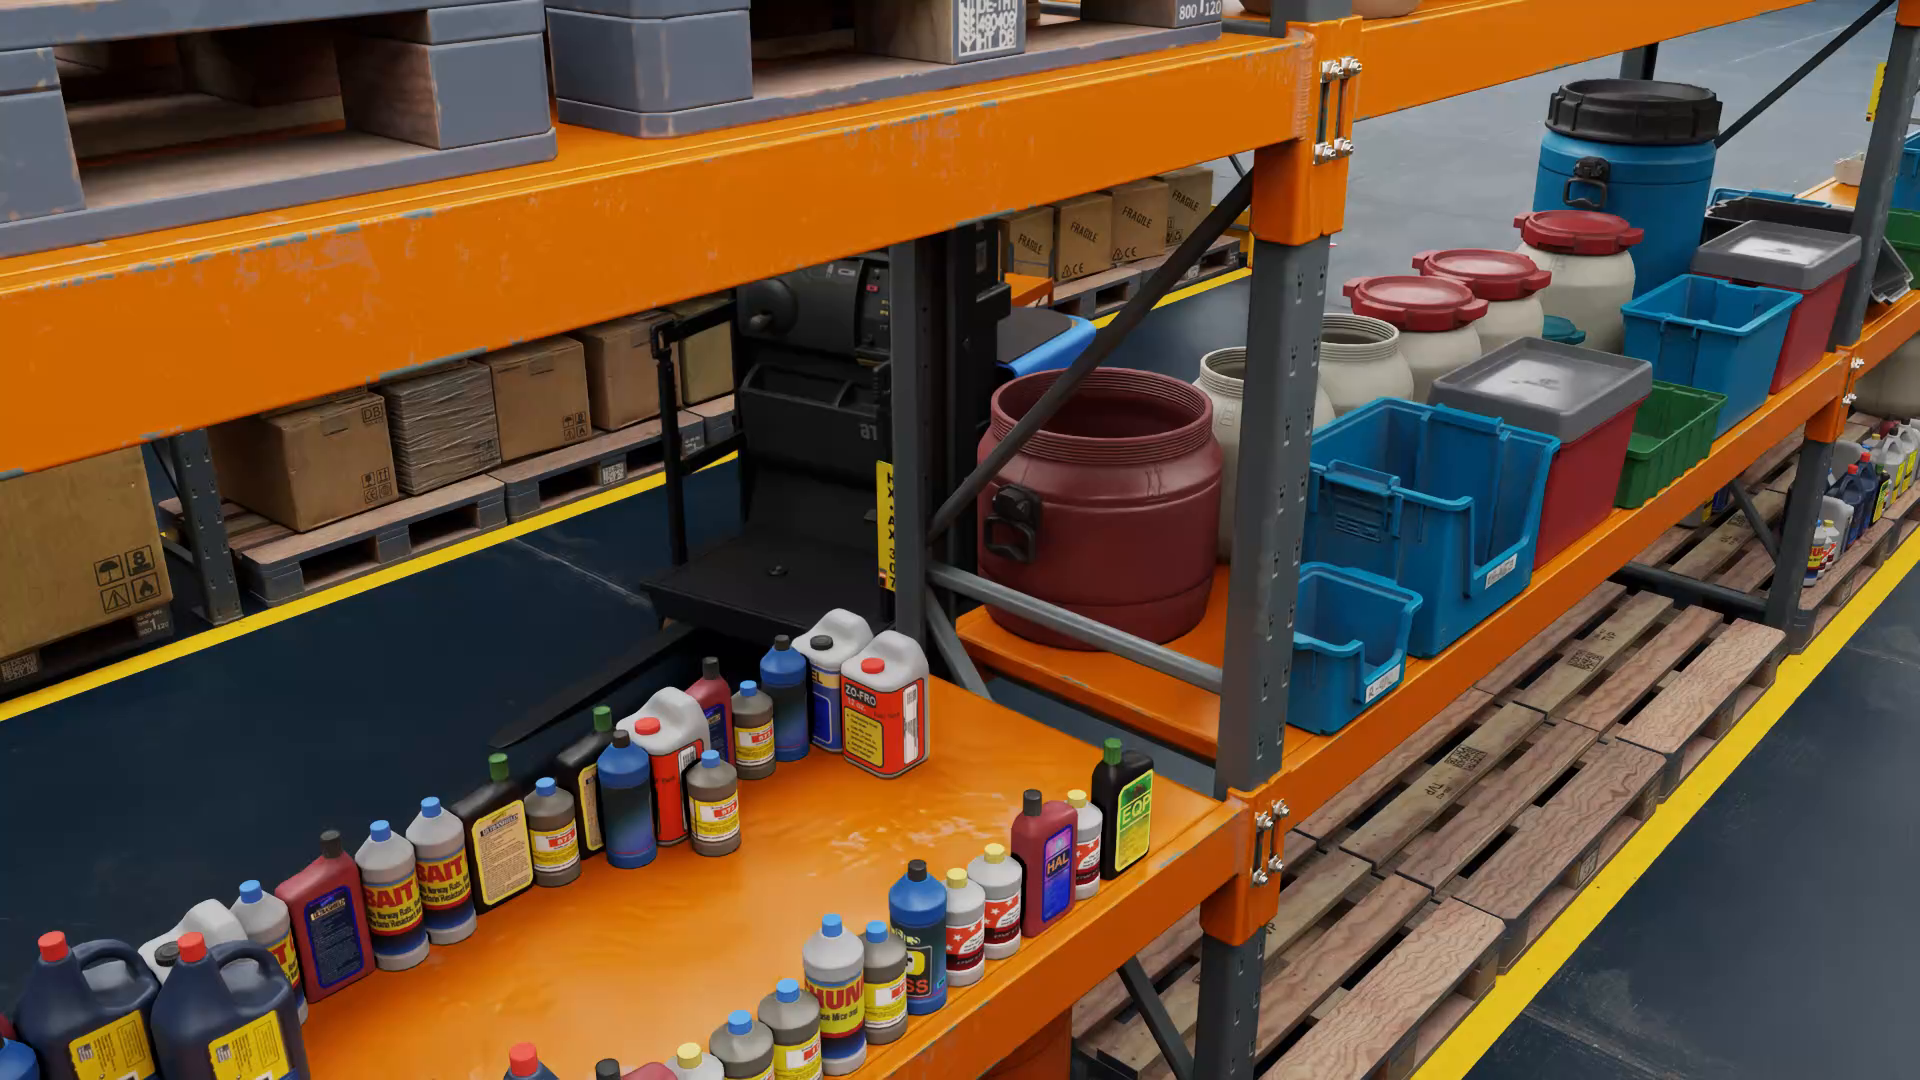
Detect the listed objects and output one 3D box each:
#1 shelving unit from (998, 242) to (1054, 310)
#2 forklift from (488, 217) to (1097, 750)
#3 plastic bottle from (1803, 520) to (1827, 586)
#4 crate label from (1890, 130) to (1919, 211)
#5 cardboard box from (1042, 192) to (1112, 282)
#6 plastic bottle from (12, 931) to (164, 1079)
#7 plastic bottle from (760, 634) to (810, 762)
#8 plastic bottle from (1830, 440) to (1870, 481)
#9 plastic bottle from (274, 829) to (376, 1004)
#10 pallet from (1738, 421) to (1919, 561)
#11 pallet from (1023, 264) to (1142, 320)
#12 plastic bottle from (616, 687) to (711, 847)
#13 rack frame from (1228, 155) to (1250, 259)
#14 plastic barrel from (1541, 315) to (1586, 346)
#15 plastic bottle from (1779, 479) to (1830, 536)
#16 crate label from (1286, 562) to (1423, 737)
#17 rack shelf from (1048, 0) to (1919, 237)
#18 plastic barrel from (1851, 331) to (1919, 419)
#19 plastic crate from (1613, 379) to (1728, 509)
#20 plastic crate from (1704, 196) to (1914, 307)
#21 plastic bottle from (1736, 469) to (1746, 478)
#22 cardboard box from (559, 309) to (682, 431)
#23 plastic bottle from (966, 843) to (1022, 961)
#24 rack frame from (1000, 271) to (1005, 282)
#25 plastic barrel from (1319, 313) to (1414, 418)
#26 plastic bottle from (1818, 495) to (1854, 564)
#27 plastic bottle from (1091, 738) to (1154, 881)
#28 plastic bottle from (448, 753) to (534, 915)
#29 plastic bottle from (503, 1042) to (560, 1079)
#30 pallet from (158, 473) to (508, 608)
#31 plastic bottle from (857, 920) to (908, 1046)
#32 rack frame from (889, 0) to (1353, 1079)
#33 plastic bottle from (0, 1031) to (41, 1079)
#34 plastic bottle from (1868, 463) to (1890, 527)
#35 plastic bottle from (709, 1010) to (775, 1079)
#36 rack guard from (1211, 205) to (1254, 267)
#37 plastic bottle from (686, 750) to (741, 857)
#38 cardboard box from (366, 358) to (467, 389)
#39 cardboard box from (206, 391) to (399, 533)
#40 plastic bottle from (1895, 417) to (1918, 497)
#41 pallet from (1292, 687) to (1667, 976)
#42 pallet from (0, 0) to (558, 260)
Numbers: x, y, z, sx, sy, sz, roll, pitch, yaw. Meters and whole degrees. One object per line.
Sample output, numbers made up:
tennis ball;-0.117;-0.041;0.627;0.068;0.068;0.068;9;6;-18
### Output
shelving unit;0.219;-0.774;8.009;0.258;1.200;0.503;13;27;27
forklift;-0.561;-0.907;6.190;1.130;2.935;3.031;13;27;27
plastic bottle;3.466;0.045;6.780;0.097;0.271;0.097;0;24;0
crate label;4.569;-1.622;7.658;0.502;0.435;0.616;20;31;38
cardboard box;0.673;-2.081;11.267;0.500;0.500;0.500;-21;31;-38
plastic bottle;-1.308;0.733;2.509;0.144;0.351;0.185;20;31;38
plastic bottle;-0.370;0.327;3.511;0.097;0.271;0.097;0;24;0
plastic bottle;4.057;-0.332;7.616;0.152;0.276;0.135;20;31;38
plastic bottle;-1.078;0.633;2.814;0.061;0.283;0.133;20;31;38
pallet;4.220;-0.316;8.197;1.003;0.211;1.213;20;31;38
pallet;0.474;-1.689;11.260;1.003;0.211;1.213;20;31;38
plastic bottle;-0.582;0.438;3.258;0.152;0.276;0.135;20;31;38
rack frame;1.908;-3.593;12.097;1.000;3.000;0.127;20;31;38
plastic barrel;1.929;-0.597;5.585;0.301;0.262;0.301;0;24;0
plastic bottle;3.667;-0.186;7.198;0.144;0.351;0.185;20;31;38
crate label;0.817;0.247;3.737;0.303;0.233;0.416;20;31;38
rack shelf;1.592;-1.453;4.537;1.077;0.370;4.000;20;31;38
plastic barrel;4.879;-0.923;8.669;0.421;0.512;0.421;0;24;0
plastic crate;1.974;-0.317;5.050;0.450;0.188;0.662;20;31;38
plastic crate;3.371;-1.118;6.653;0.767;0.338;0.504;20;31;38
plastic bottle;3.676;-0.434;7.835;0.061;0.283;0.133;20;31;38
cardboard box;-1.893;-0.942;8.703;0.700;0.500;0.500;17;29;33
plastic bottle;0.060;0.628;2.926;0.097;0.201;0.097;0;24;0
rack frame;0.097;-0.687;7.816;0.240;1.200;0.015;13;27;27
plastic barrel;1.065;-0.354;4.737;0.421;0.512;0.421;0;24;0
plastic bottle;3.661;-0.063;7.016;0.152;0.276;0.135;22;32;39
plastic bottle;0.305;0.490;3.133;0.061;0.283;0.133;20;31;38
plastic bottle;-0.859;0.533;3.037;0.061;0.283;0.133;20;31;38
plastic bottle;-0.596;0.845;2.260;0.144;0.351;0.185;20;31;38
pallet;-2.909;-0.121;7.761;1.003;0.211;1.213;20;31;38
plastic bottle;-0.135;0.717;2.728;0.097;0.201;0.097;0;24;0
rack frame;0.257;0.197;3.644;1.000;3.000;0.127;20;31;38
plastic bottle;-1.374;0.823;2.406;0.097;0.271;0.097;0;24;0
plastic bottle;4.041;-0.212;7.339;0.061;0.283;0.133;22;32;40
plastic bottle;-0.330;0.806;2.529;0.097;0.201;0.097;0;24;0
rack guard;1.857;-2.429;12.557;1.175;0.500;0.348;20;31;38
plastic bottle;-0.476;0.501;3.210;0.097;0.201;0.097;0;24;0
cardboard box;-2.660;-0.934;7.769;0.500;0.250;0.500;-20;31;-37
cardboard box;-2.999;-0.425;7.549;0.700;0.500;0.500;18;30;35
plastic bottle;4.308;-0.390;7.654;0.144;0.351;0.185;22;32;40
pallet;1.617;0.874;5.543;1.003;0.211;1.213;20;31;38
pallet;-1.208;-0.479;1.716;1.003;0.211;1.213;20;31;38
